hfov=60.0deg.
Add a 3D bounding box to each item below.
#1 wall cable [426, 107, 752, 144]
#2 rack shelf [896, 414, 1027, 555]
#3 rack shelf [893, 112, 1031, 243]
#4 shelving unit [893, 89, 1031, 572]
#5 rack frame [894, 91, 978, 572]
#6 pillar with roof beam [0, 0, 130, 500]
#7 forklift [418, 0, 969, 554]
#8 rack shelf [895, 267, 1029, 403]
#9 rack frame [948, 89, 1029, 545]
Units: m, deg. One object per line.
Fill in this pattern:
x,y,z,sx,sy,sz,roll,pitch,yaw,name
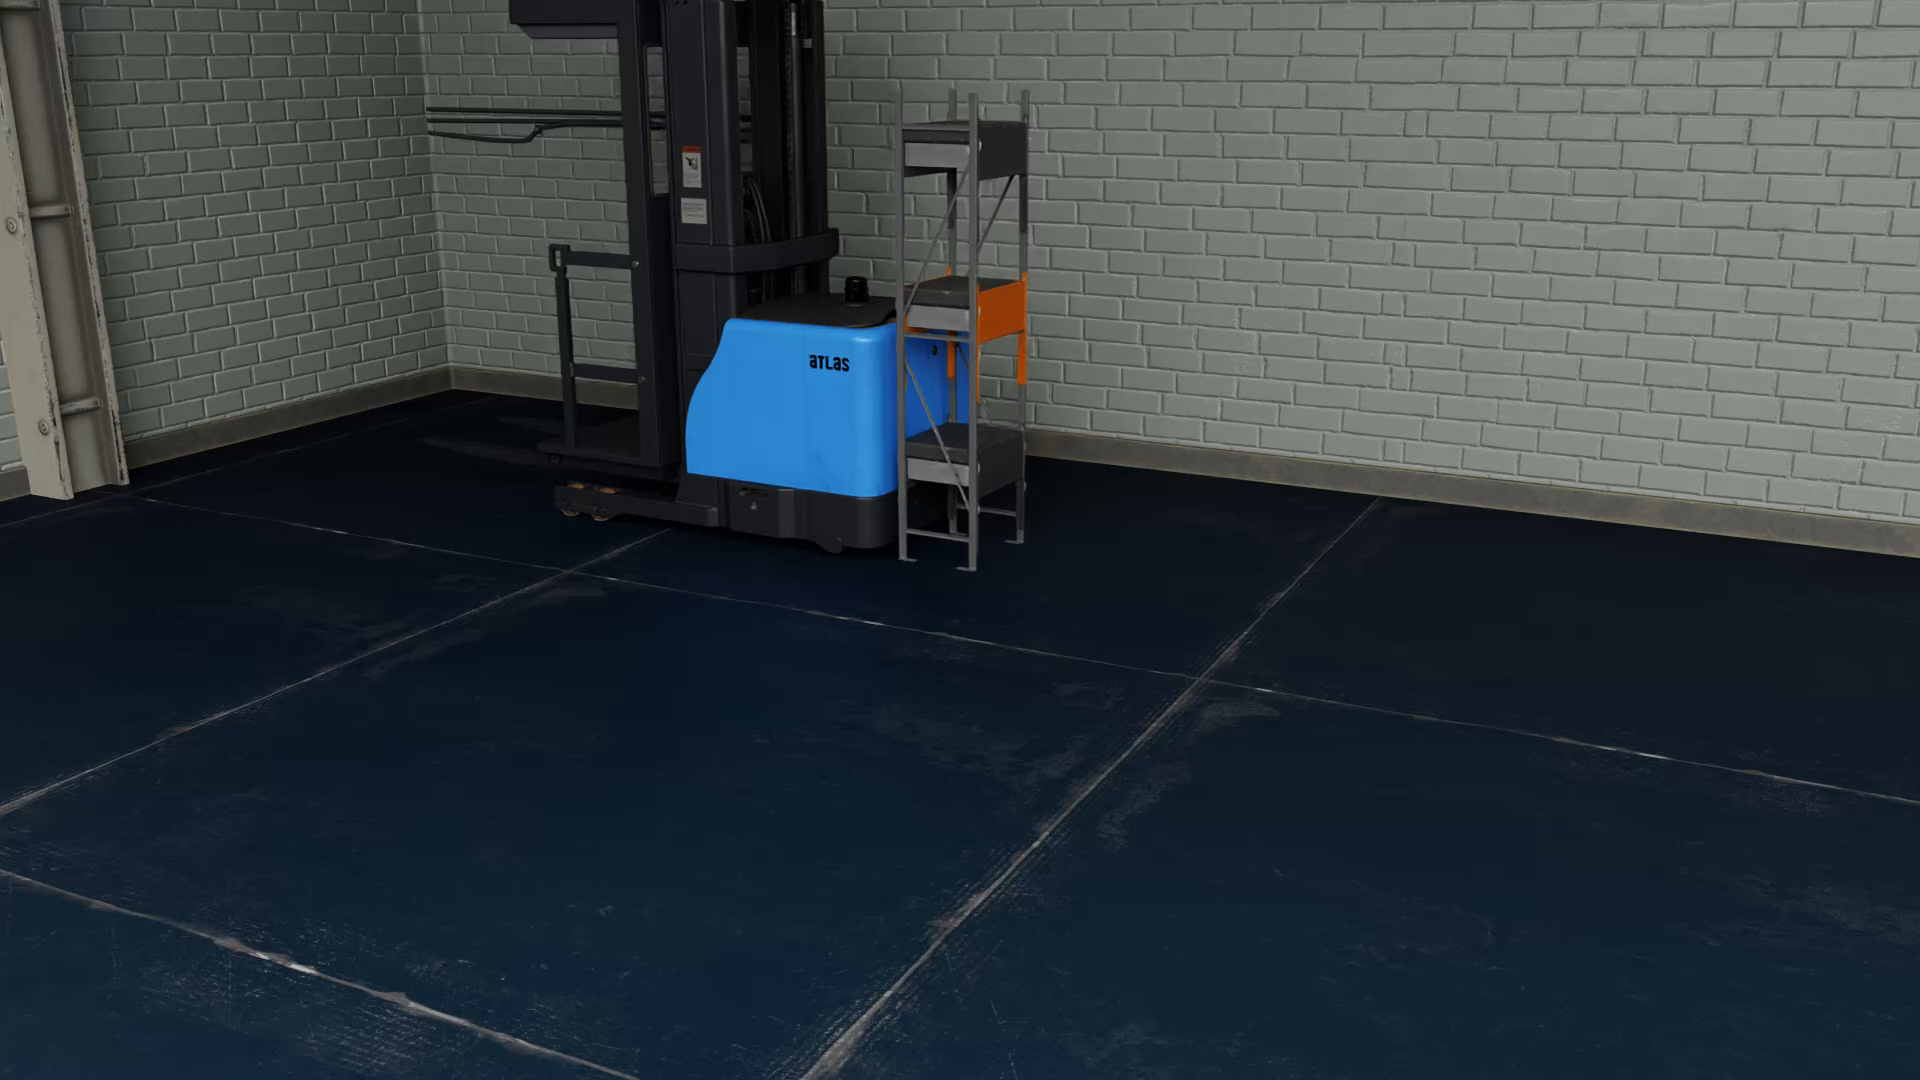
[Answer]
-2.248,-3.687,10.087,3.097,2.526,0.112,8,18,25,wall cable
0.012,-0.266,7.740,0.431,0.518,0.480,9,19,27,rack shelf
0.012,-1.608,7.341,0.431,0.518,0.480,9,19,27,rack shelf
0.012,-0.950,7.536,0.431,2.100,0.503,9,19,27,shelving unit
-0.103,-0.889,7.330,0.400,2.100,0.015,9,19,27,rack frame
-0.896,-4.046,5.841,9.100,9.000,0.400,8,18,25,pillar with roof beam
-1.475,-1.620,8.331,3.031,2.935,1.130,9,19,27,forklift
0.012,-0.937,7.540,0.431,0.518,0.480,9,19,27,rack shelf
0.127,-1.012,7.742,0.400,2.100,0.015,9,19,27,rack frame
